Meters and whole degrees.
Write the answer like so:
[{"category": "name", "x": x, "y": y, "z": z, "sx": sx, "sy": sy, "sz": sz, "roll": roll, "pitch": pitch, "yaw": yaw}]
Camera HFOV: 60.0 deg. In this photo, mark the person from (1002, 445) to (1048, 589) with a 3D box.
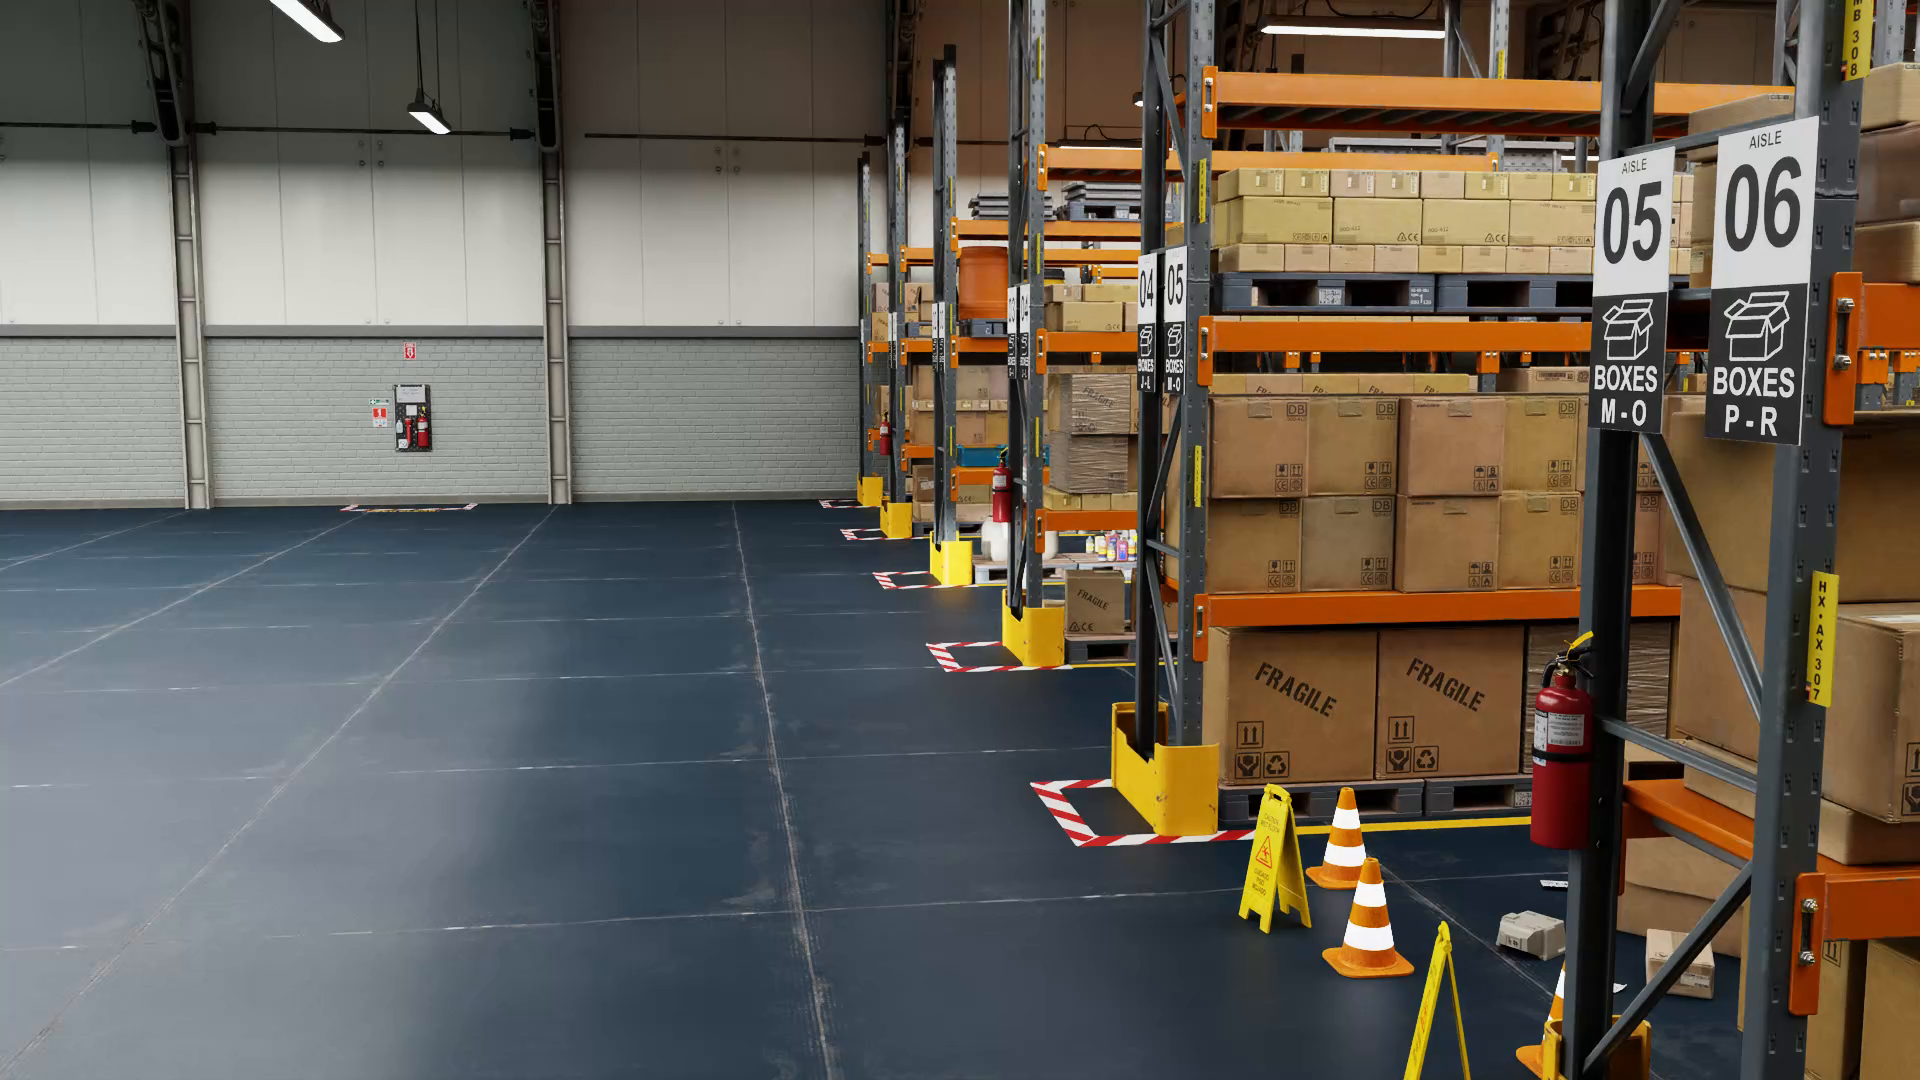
[{"category": "person", "x": 0.627, "y": -0.036, "z": 15.987, "sx": 0.428, "sy": 1.751, "sz": 0.605, "roll": 1, "pitch": 7, "yaw": 9}]
